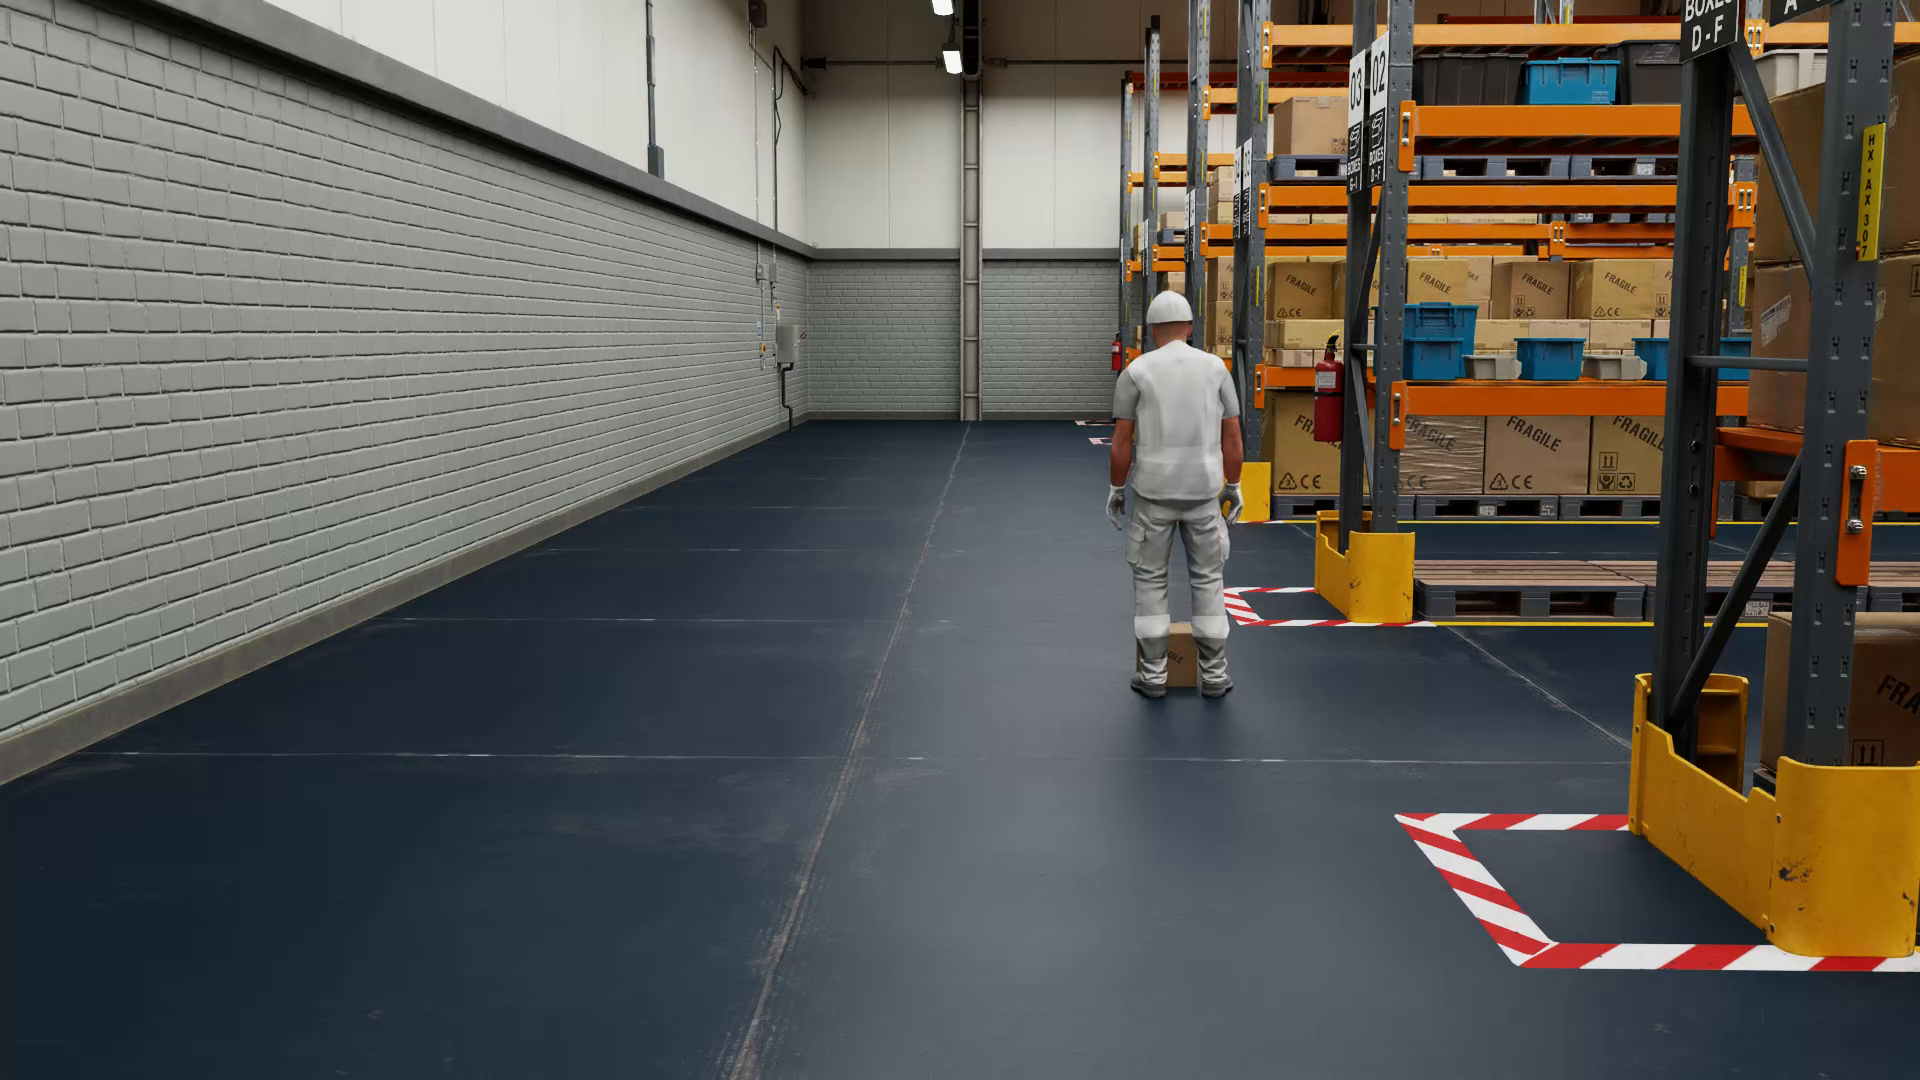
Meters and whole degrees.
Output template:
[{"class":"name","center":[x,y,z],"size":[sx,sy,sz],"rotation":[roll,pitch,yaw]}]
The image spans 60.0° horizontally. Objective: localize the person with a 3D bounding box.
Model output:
[{"class":"person","center":[0.946,-0.201,7.316],"size":[0.614,1.778,0.452],"rotation":[0,7,-2]}]
